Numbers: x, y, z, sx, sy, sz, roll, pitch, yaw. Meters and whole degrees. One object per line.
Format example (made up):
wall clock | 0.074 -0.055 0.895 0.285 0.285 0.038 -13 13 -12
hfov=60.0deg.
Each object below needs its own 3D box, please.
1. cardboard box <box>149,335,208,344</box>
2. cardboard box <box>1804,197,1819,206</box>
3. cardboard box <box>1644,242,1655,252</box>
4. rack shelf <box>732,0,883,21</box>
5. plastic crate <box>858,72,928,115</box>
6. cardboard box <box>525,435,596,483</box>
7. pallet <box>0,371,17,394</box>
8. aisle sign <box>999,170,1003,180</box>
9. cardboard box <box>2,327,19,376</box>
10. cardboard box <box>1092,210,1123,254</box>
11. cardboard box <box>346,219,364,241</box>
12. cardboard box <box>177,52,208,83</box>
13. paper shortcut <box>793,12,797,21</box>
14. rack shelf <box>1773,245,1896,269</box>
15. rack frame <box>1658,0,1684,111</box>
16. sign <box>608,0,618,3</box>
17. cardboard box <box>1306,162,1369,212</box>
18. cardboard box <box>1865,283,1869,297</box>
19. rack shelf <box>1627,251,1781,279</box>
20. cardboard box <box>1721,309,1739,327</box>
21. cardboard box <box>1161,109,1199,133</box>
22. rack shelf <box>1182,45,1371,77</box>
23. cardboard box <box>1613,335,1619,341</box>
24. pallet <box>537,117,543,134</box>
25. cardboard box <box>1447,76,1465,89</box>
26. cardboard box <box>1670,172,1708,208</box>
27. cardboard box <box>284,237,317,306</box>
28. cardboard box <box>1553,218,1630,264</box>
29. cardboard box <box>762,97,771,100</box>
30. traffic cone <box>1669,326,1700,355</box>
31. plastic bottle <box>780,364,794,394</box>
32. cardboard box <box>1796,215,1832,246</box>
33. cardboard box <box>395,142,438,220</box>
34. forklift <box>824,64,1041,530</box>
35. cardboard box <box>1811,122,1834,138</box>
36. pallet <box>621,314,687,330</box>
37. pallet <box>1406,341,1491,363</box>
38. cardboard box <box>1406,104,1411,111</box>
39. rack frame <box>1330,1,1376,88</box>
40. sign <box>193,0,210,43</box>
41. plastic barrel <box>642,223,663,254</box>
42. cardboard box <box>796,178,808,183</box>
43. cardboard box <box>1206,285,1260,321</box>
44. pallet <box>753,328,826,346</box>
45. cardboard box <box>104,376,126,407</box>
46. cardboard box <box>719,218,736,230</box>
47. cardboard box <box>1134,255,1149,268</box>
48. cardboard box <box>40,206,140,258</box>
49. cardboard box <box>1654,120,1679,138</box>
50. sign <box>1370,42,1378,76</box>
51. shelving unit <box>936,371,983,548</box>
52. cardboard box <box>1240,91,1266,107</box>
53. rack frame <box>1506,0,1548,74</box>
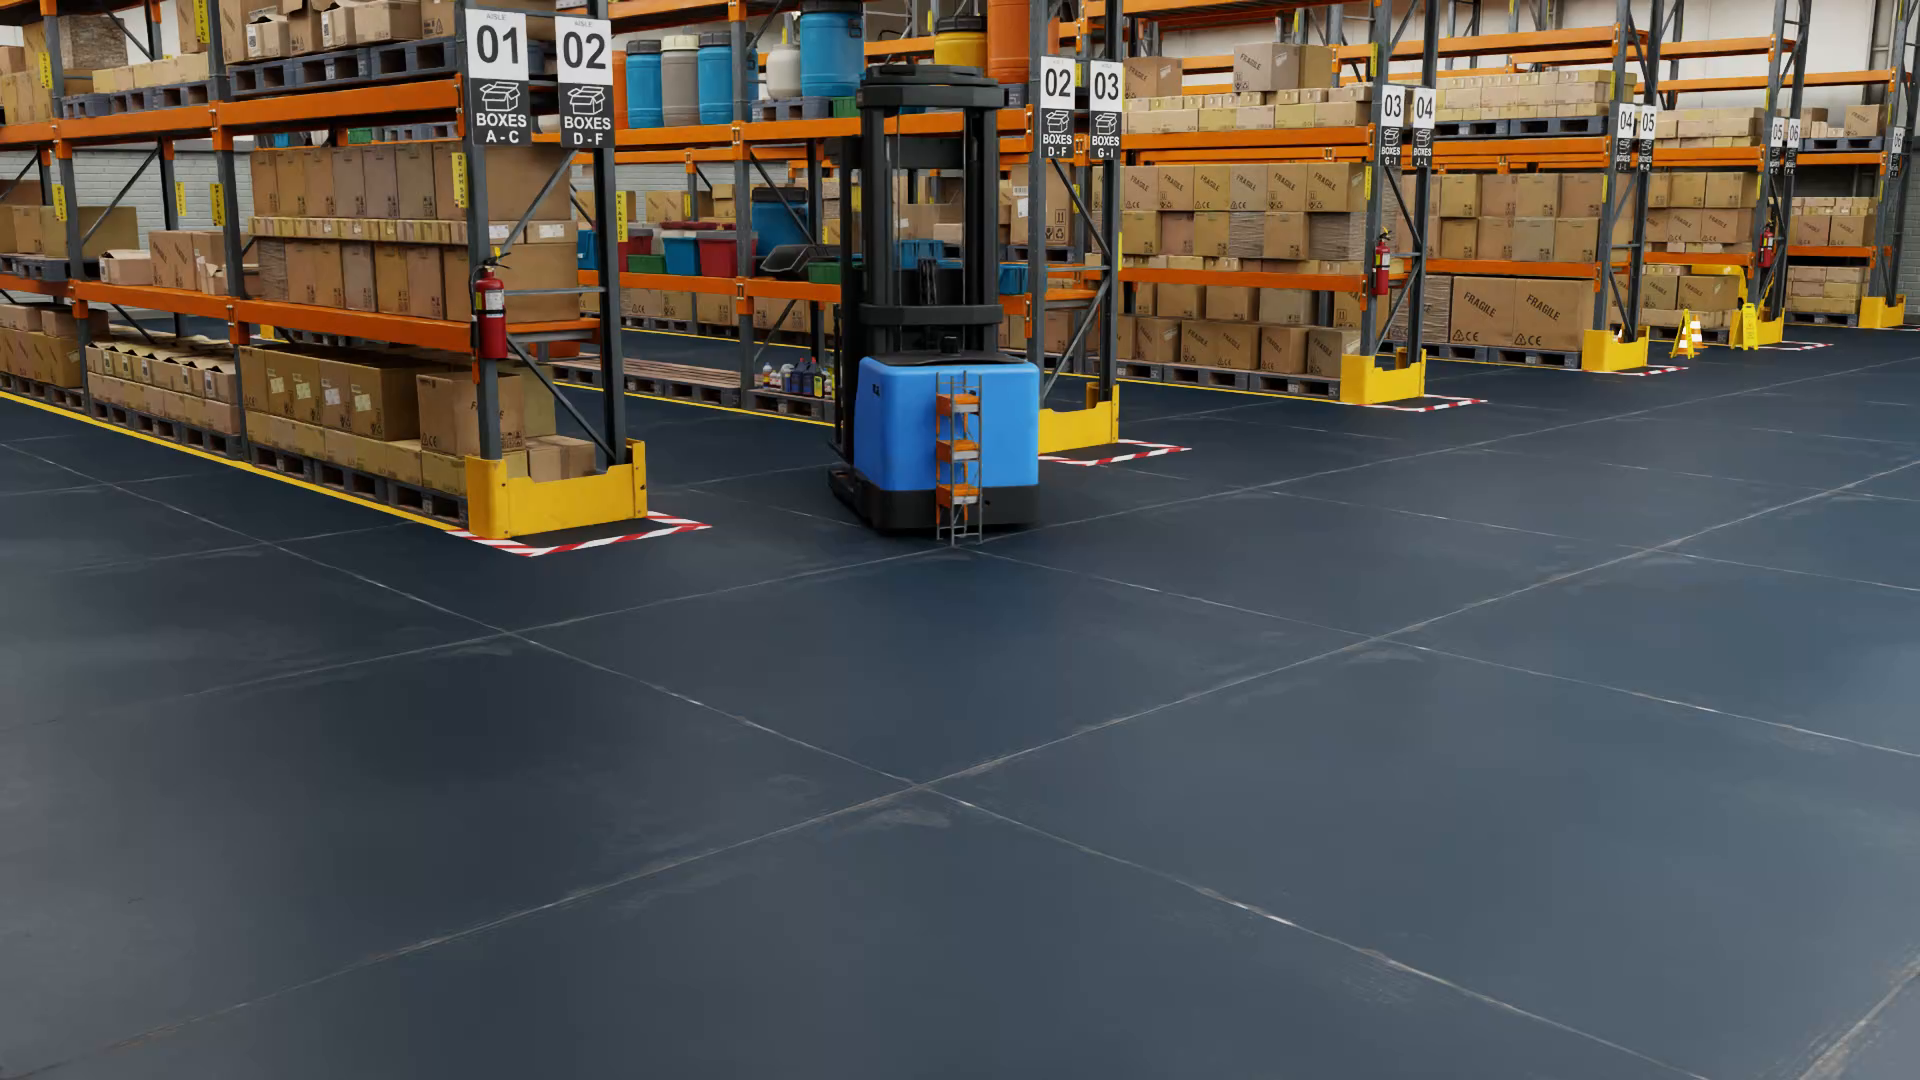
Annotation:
cardboard box | -7.616 -1.836 16.246 0.500 0.311 0.500 -10 16 -41
cardboard box | 14.380 -5.678 27.919 0.380 0.149 0.250 -11 16 -42
cardboard box | 10.357 -4.416 25.010 0.380 0.149 0.250 -11 16 -43
rack shelf | -0.427 -4.949 14.877 1.077 0.370 4.000 -11 16 -43
plastic crate | -0.580 -3.964 14.799 0.392 0.384 0.575 -11 16 -43
cardboard box | -2.840 -0.545 11.371 0.500 0.250 0.500 -11 16 -43
pallet | -10.329 -1.849 18.837 1.003 0.211 1.213 -11 16 -43
aisle sign | 0.829 -8.000 35.338 0.394 0.787 0.004 -11 16 -43
cardboard box | -10.044 -2.065 18.077 0.500 0.500 0.500 -11 16 -42
cardboard box | 2.040 -3.661 19.736 0.875 0.500 0.500 -11 16 -43
cardboard box | -4.105 -2.199 11.769 0.380 0.149 0.250 -11 16 -43
cardboard box | -6.193 -3.933 13.939 0.500 0.250 0.500 10 15 40
paper shortcut | -2.280 -7.250 22.931 0.009 0.170 0.078 4 -25 -45
rack shelf | 13.910 -4.970 28.855 1.077 0.370 4.000 -11 16 -43
rack frame | 12.529 -8.552 29.594 1.000 3.000 0.127 -11 16 -43
sign | -2.225 -3.589 10.578 0.100 0.325 0.005 -11 16 -43
cardboard box | 3.978 -3.687 17.385 0.500 0.500 0.500 -11 16 -43
cardboard box | 15.117 -4.231 28.024 0.500 0.250 0.500 -11 16 -42
rack shelf | 10.323 -4.277 25.495 1.077 0.370 4.000 -11 16 -43
cardboard box | 11.347 -3.353 24.999 0.500 0.250 0.500 -11 16 -43
cardboard box | 2.604 -4.684 18.626 0.500 0.250 0.500 11 16 43
rack shelf | 4.050 -6.899 24.344 1.077 0.370 4.000 -11 16 -43
cardboard box | 9.338 -2.851 23.855 0.380 0.149 0.250 -3 12 -13
pallet | -5.028 -4.936 19.944 1.003 0.211 1.213 -11 16 -43
cardboard box | 6.488 -5.886 21.444 0.380 0.149 0.250 -11 16 -43
cardboard box | 10.849 -5.141 24.443 0.700 0.500 0.500 -11 16 -42
cardboard box | -4.713 -2.070 12.749 0.700 0.500 0.500 -11 16 -43
cardboard box | 7.905 -3.755 20.803 0.875 0.550 0.550 -11 16 -43
cardboard box | -2.414 -6.145 24.047 0.797 0.503 0.637 -11 16 -43
traffic cone | 9.906 -2.774 22.702 0.336 0.463 0.334 -11 16 -43
plastic bottle | -1.662 -1.581 16.284 0.152 0.276 0.135 -10 15 -41
cardboard box | 14.410 -5.191 27.901 0.500 0.500 0.500 -10 15 -41
cardboard box | -3.348 -2.415 11.210 0.500 0.500 0.700 11 16 44
forklift | -0.331 -1.750 11.614 1.130 2.935 3.031 -3 12 -13
cardboard box | 14.324 -6.804 27.586 0.396 0.266 0.258 -11 16 -42
pallet | -5.066 -3.642 27.541 1.003 0.211 1.213 -11 16 -43
pallet | 6.747 -2.551 22.245 1.003 0.211 1.213 -11 16 -43
cardboard box | 5.916 -5.829 22.158 0.500 0.250 0.500 -11 16 -43
rack frame | 5.431 -7.155 22.814 1.000 3.000 0.127 -11 16 -43
sign | -5.779 -3.960 12.678 0.100 0.325 0.005 -11 16 -43
plastic barrel | -3.414 -3.307 18.726 0.421 0.512 0.421 0 12 0
cardboard box | -2.738 -6.550 31.282 0.500 0.500 0.500 -11 16 -43
cardboard box | 4.274 -3.540 24.669 1.050 0.750 0.750 -11 16 -43
pallet | -2.316 -3.062 24.725 1.003 0.211 1.213 -11 16 -43
cardboard box | -7.658 -1.413 15.582 0.500 0.250 0.500 11 16 44
cardboard box | -3.266 -4.582 24.943 0.500 0.500 0.500 -11 16 -42
cardboard box | 2.241 -3.238 19.291 0.380 0.149 0.250 -11 16 -43
cardboard box | -8.672 -3.075 16.590 0.500 0.500 0.700 6 13 26
cardboard box | 10.448 -6.065 24.590 0.500 0.250 0.500 -10 16 -41
sign | 4.121 -4.785 16.550 0.100 0.325 0.005 -11 16 -43
shelving unit | -0.006 -0.499 10.206 0.215 1.050 0.252 -5 13 -21
cardboard box | 3.226 -4.736 17.887 0.250 0.149 0.380 11 16 42
rack frame | 8.942 -7.860 26.234 1.000 3.000 0.127 -11 16 -43
